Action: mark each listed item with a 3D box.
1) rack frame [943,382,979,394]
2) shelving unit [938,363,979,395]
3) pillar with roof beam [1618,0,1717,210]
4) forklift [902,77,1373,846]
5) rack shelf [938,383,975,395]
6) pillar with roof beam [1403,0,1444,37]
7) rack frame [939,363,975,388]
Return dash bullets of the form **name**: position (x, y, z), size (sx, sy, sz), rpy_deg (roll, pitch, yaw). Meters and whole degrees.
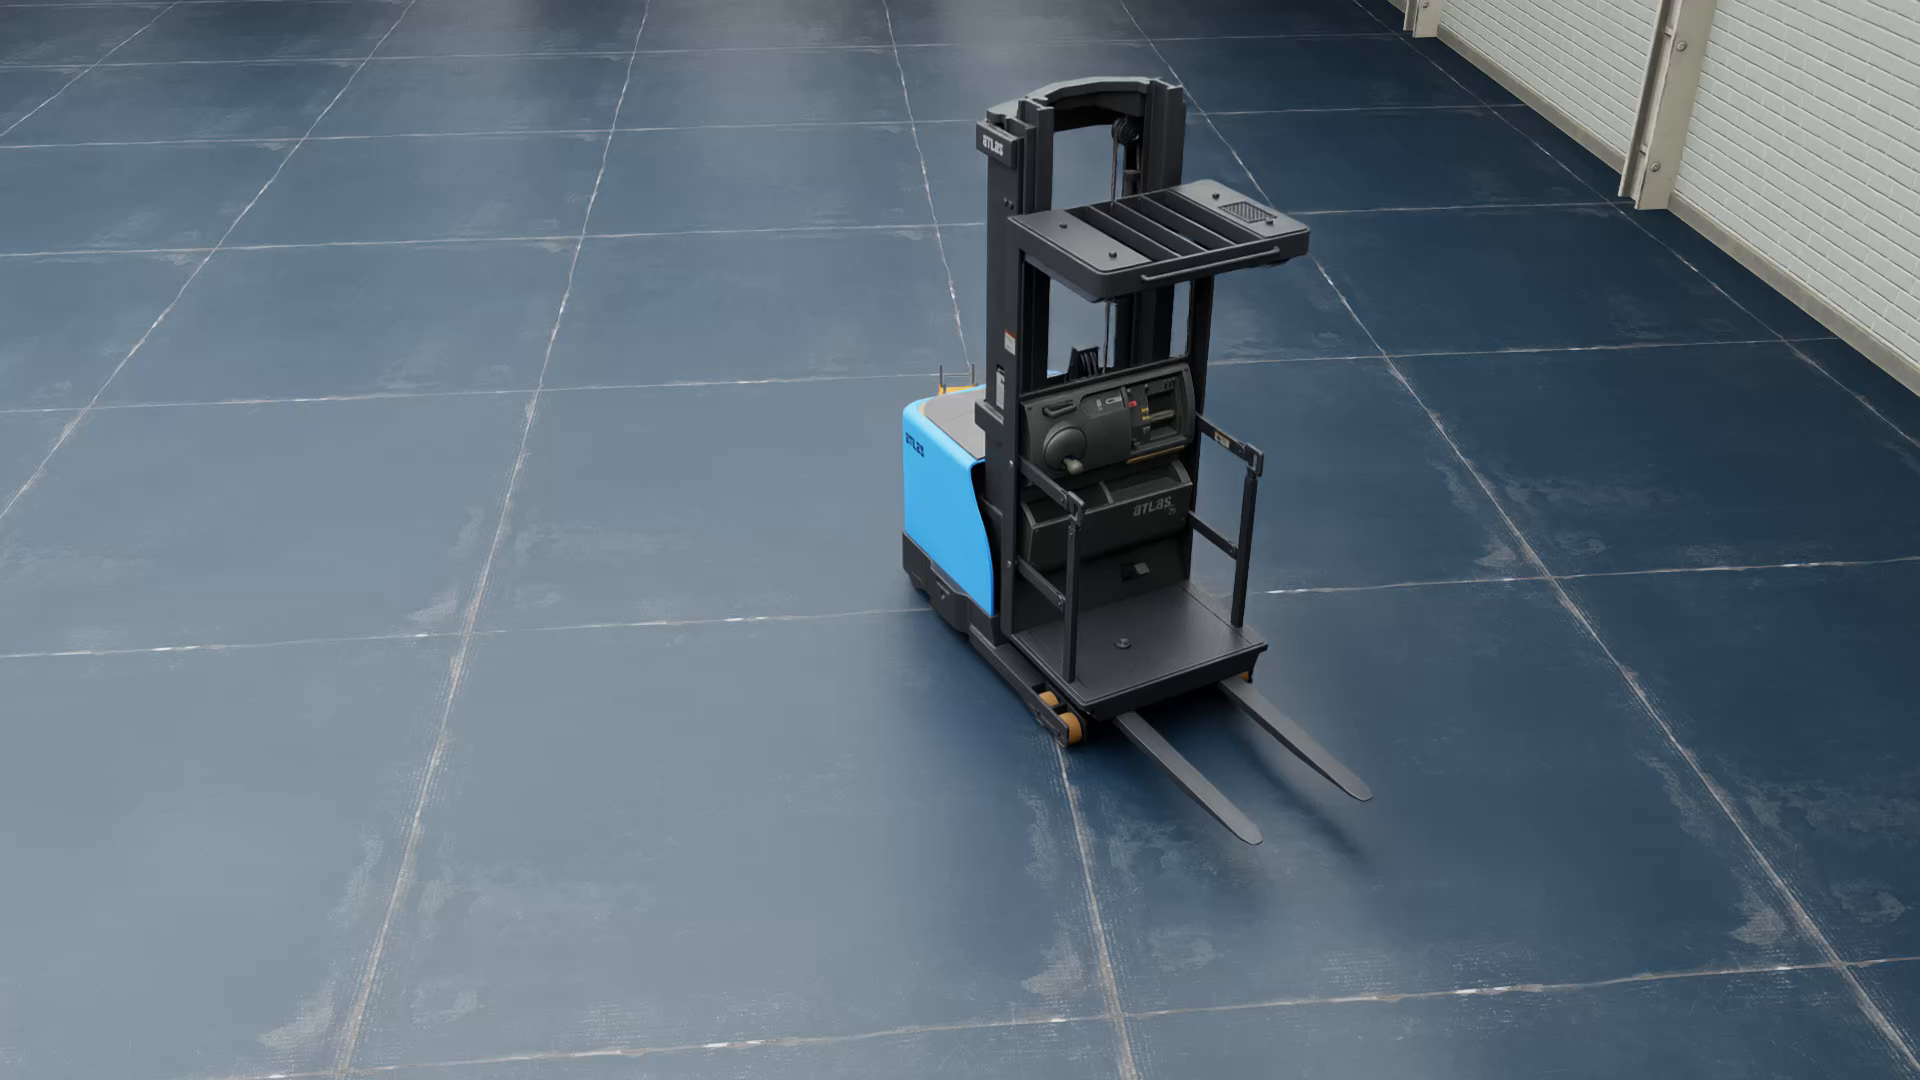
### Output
- **rack frame**: position (0.006, -0.416, 9.423), size (0.200, 1.050, 0.008), rpy_deg (-3, 31, -5)
- **shelving unit**: position (-0.005, -0.478, 9.527), size (0.215, 1.050, 0.252), rpy_deg (-3, 31, -5)
- **pillar with roof beam**: position (1.797, -6.668, 12.139), size (9.100, 9.000, 0.400), rpy_deg (-3, 31, -5)
- **forklift**: position (0.825, -0.522, 7.766), size (1.130, 2.935, 3.031), rpy_deg (-16, 34, -24)
- **rack shelf**: position (-0.005, -0.713, 9.387), size (0.215, 0.259, 0.240), rpy_deg (-3, 31, -5)
- **pillar with roof beam**: position (1.236, -9.732, 17.267), size (9.100, 9.000, 0.400), rpy_deg (-3, 31, -5)
- **rack frame**: position (-0.016, -0.540, 9.631), size (0.200, 1.050, 0.008), rpy_deg (-3, 31, -5)
